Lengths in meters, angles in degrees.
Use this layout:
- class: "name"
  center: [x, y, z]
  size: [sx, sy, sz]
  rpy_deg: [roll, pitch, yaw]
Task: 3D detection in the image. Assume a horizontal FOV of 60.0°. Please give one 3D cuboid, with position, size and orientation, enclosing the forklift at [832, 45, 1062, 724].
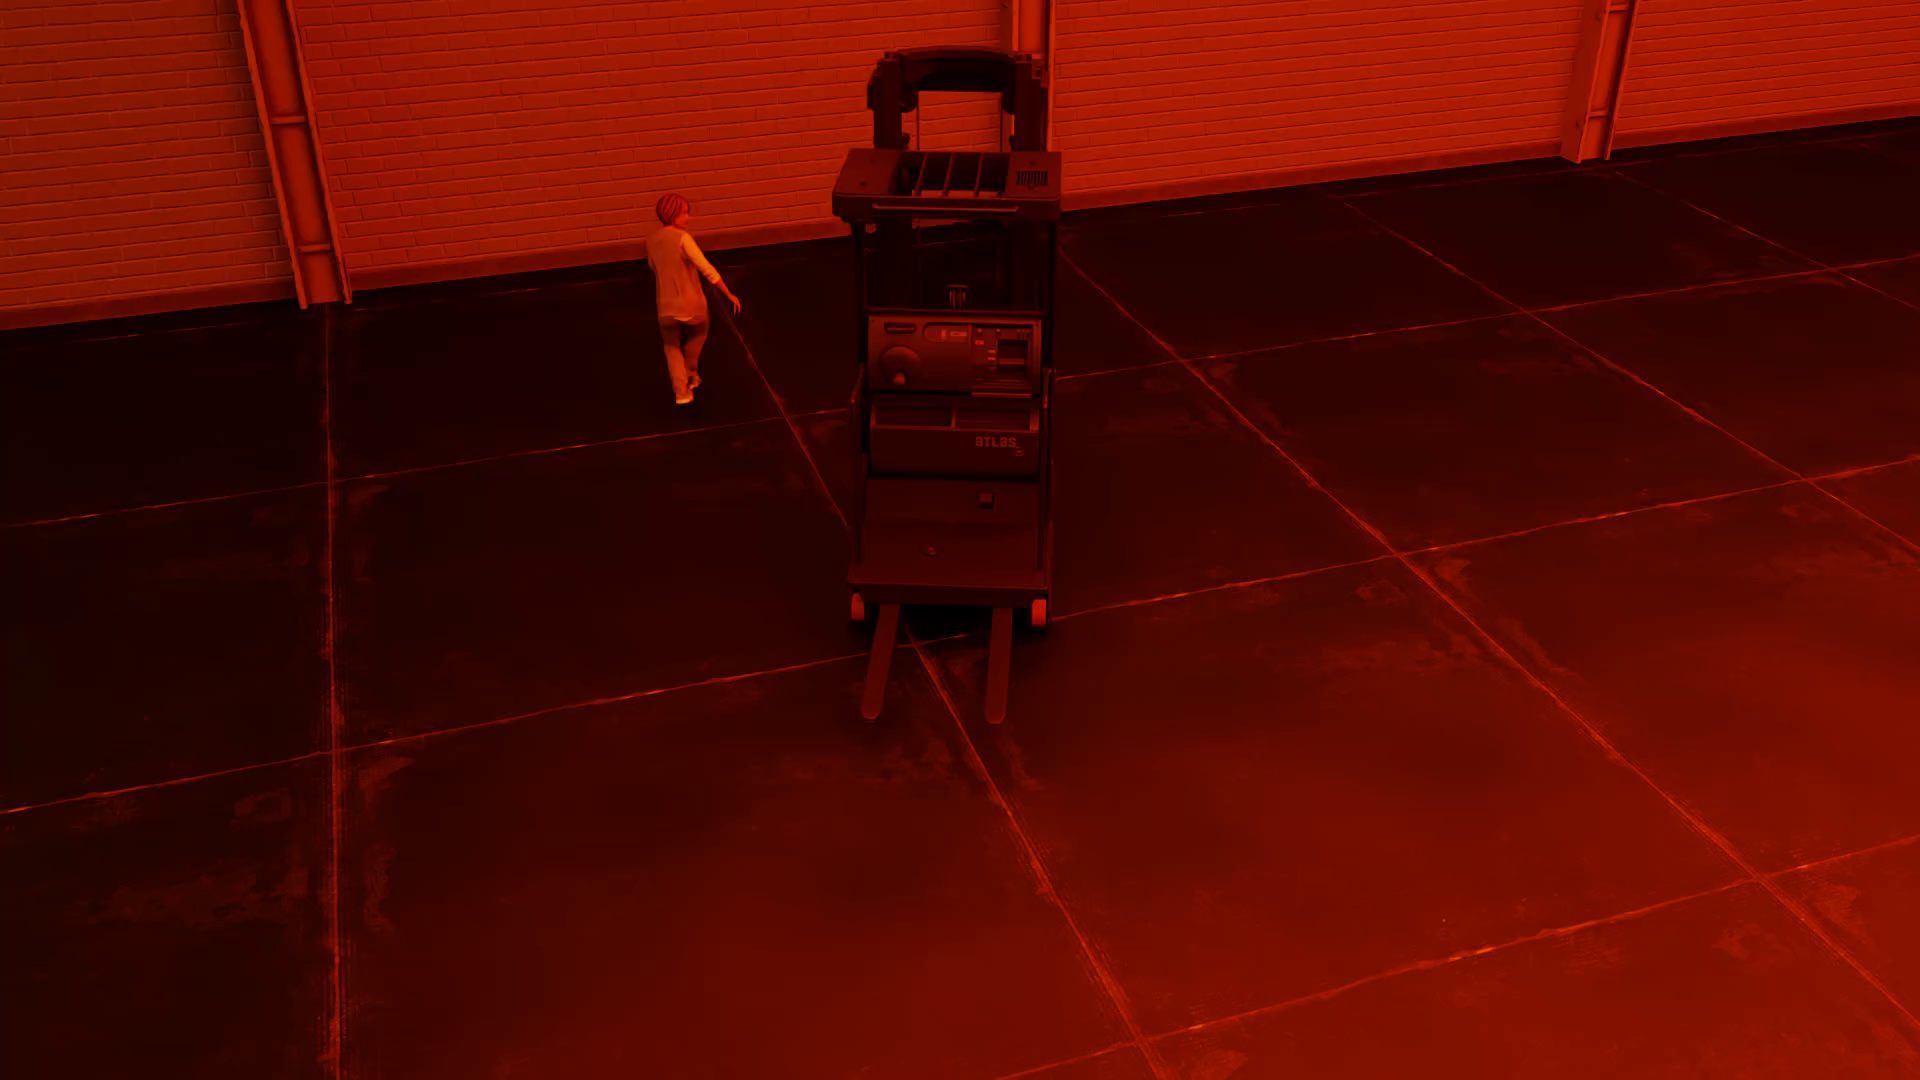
- class: "forklift"
  center: [-0.041, -0.954, 8.746]
  size: [1.130, 2.935, 3.031]
  rpy_deg: [2, 30, 3]

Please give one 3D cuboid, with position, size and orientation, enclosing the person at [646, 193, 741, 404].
- class: "person"
  center: [-1.813, -1.647, 11.451]
  size: [0.731, 1.464, 0.773]
  rpy_deg: [6, 30, 11]
